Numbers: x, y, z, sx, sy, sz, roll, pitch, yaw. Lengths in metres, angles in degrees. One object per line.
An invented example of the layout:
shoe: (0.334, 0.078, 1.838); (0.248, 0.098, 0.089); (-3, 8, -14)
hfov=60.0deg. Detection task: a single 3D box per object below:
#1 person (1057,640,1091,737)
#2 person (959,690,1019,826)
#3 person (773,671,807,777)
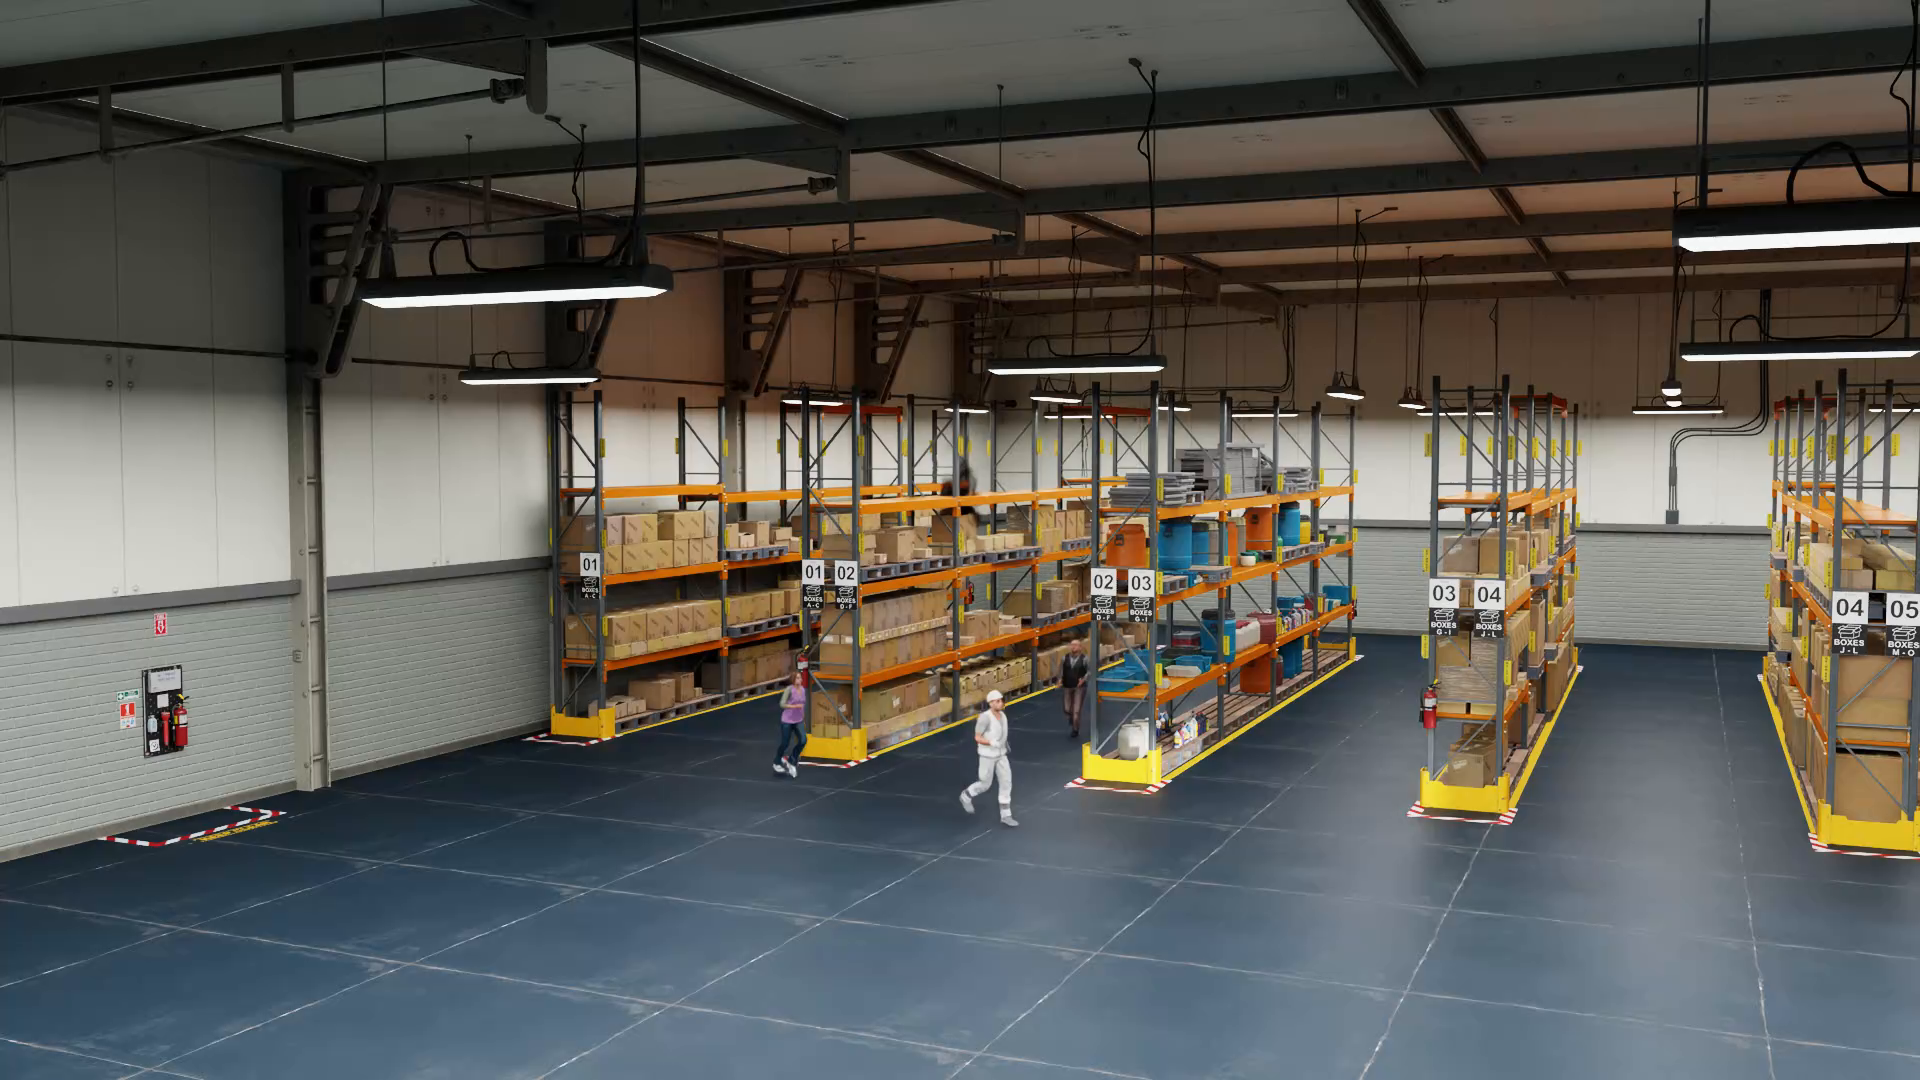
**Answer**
person: (2.001, 2.574, 28.940); (0.660, 1.683, 0.585); (1, 3, 17)
person: (0.399, 2.877, 22.179); (0.976, 1.778, 0.634); (3, 4, 45)
person: (-2.536, 2.811, 25.452); (0.537, 1.616, 0.669); (-3, 4, -40)
